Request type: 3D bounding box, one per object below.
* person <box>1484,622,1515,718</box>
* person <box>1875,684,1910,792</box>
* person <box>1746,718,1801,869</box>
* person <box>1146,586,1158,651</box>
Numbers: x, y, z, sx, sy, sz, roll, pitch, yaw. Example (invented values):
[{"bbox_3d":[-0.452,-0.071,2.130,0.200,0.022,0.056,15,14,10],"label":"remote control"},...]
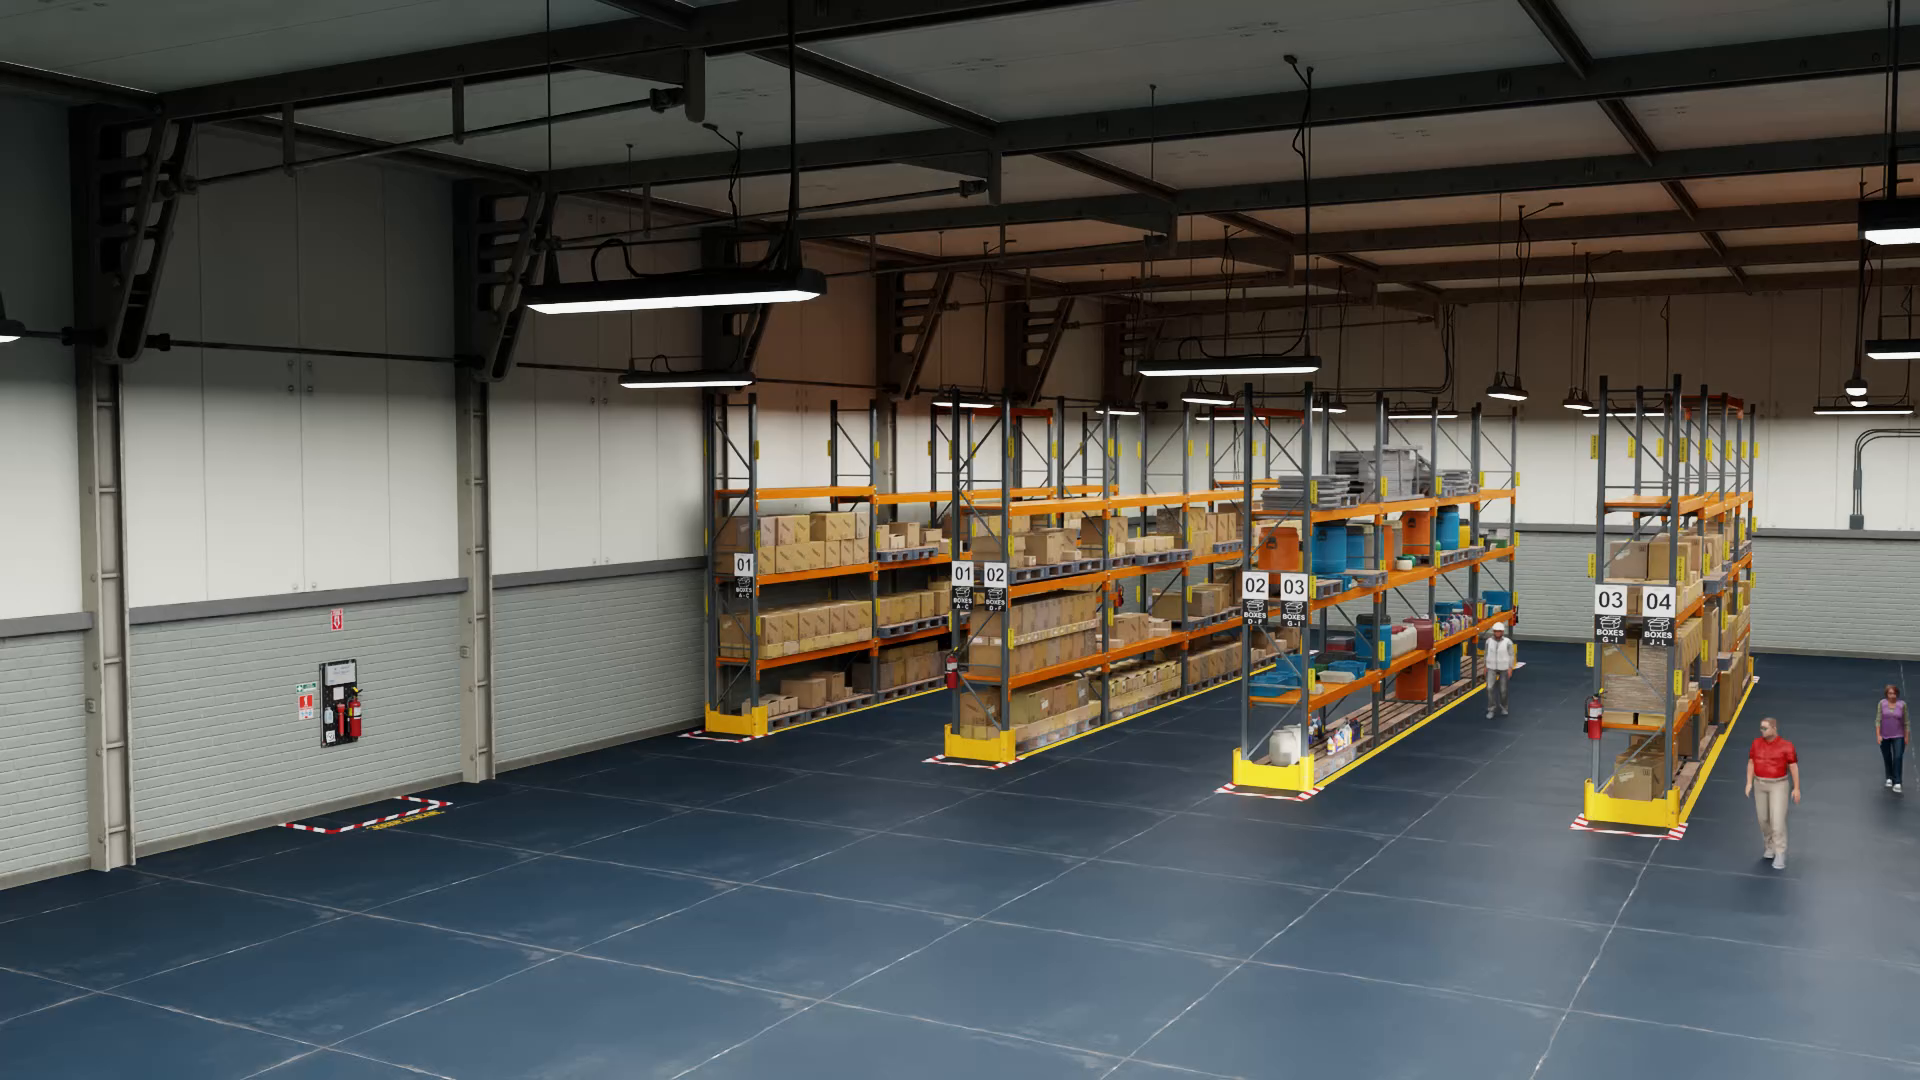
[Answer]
[{"bbox_3d":[10.116,2.419,31.235,0.582,1.760,0.650,2,4,31],"label":"person"},{"bbox_3d":[13.631,2.889,24.334,0.434,1.551,0.942,2,4,38],"label":"person"},{"bbox_3d":[9.863,3.048,20.268,0.661,1.732,0.649,-2,4,-36],"label":"person"},{"bbox_3d":[4.900,1.949,41.430,0.486,1.602,0.857,2,3,26],"label":"person"}]
